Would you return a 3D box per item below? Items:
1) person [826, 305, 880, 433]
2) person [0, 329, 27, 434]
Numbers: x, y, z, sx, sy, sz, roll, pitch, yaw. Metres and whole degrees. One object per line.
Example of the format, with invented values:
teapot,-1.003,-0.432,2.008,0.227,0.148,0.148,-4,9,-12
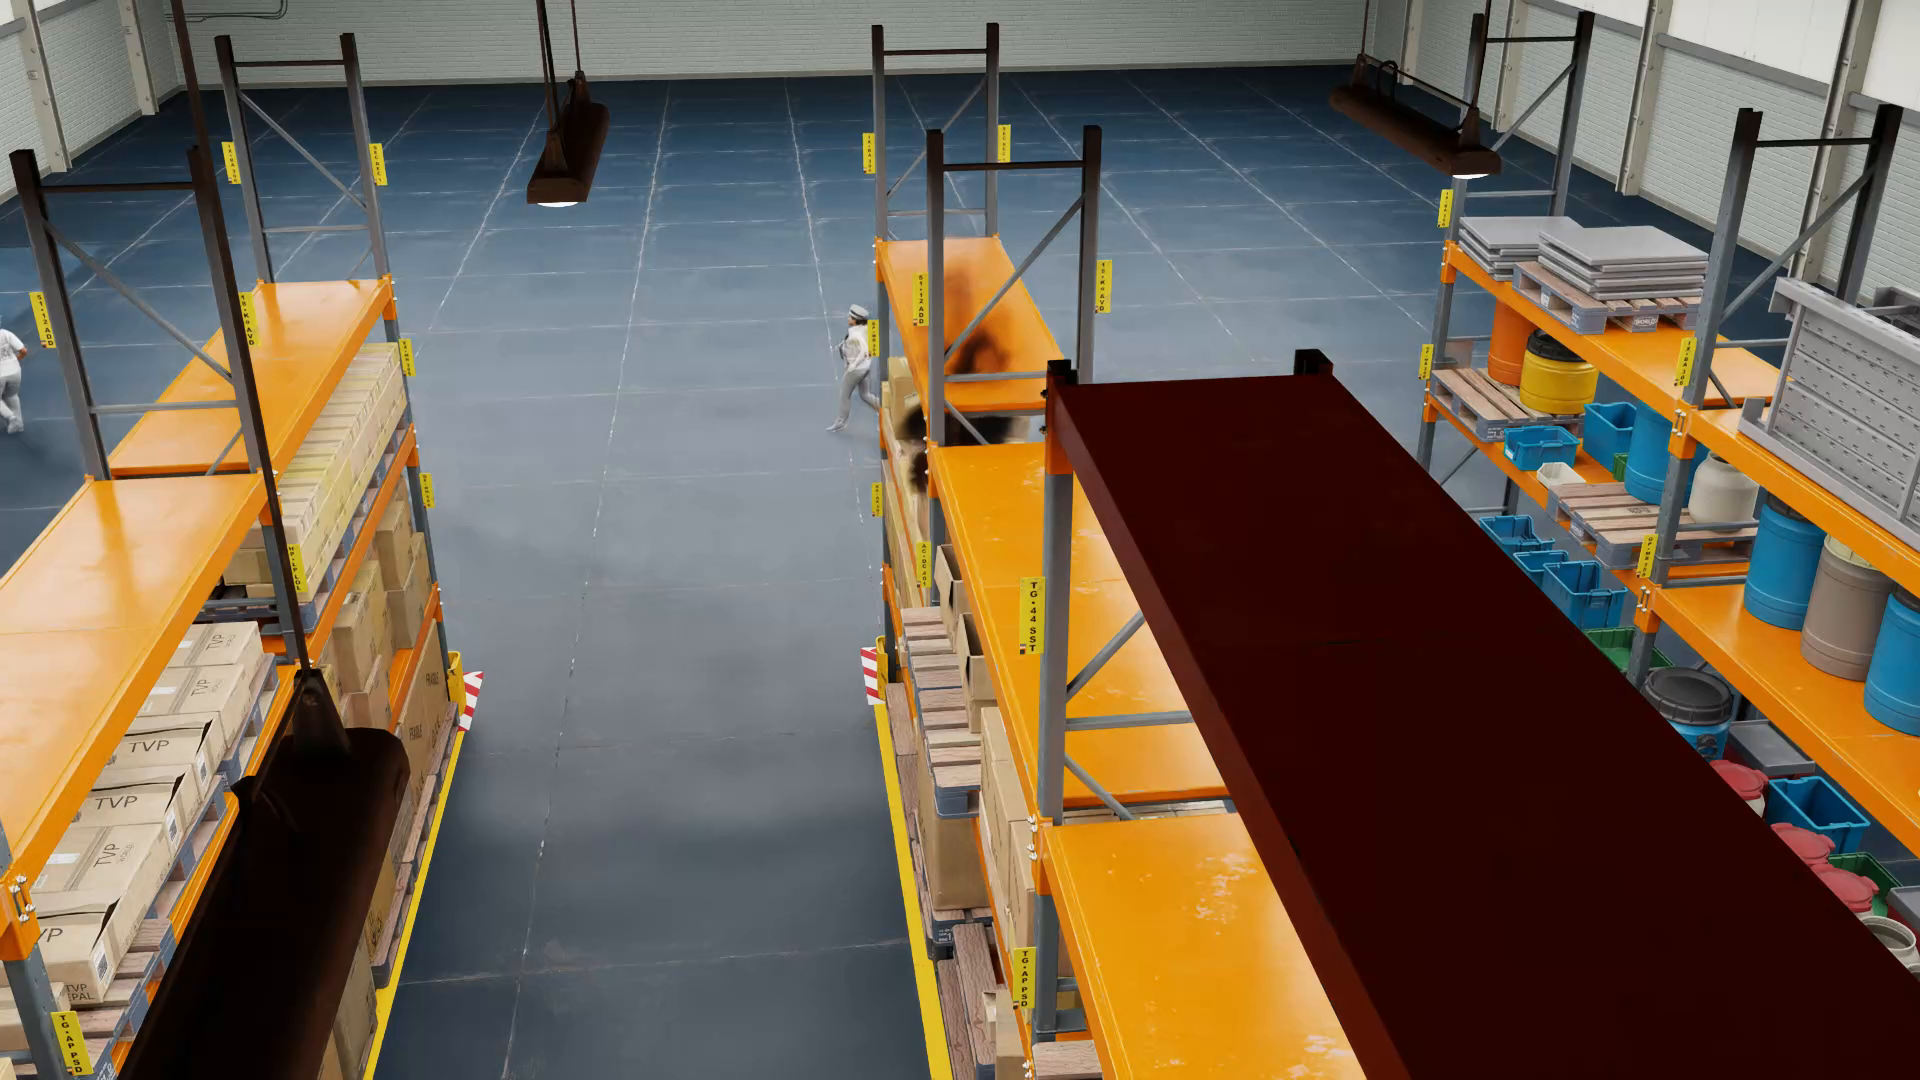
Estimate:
person,-1.273,-2.137,21.008,0.924,1.712,0.613,8,27,16
person,-12.099,-2.101,21.035,0.615,1.617,0.609,22,33,39
